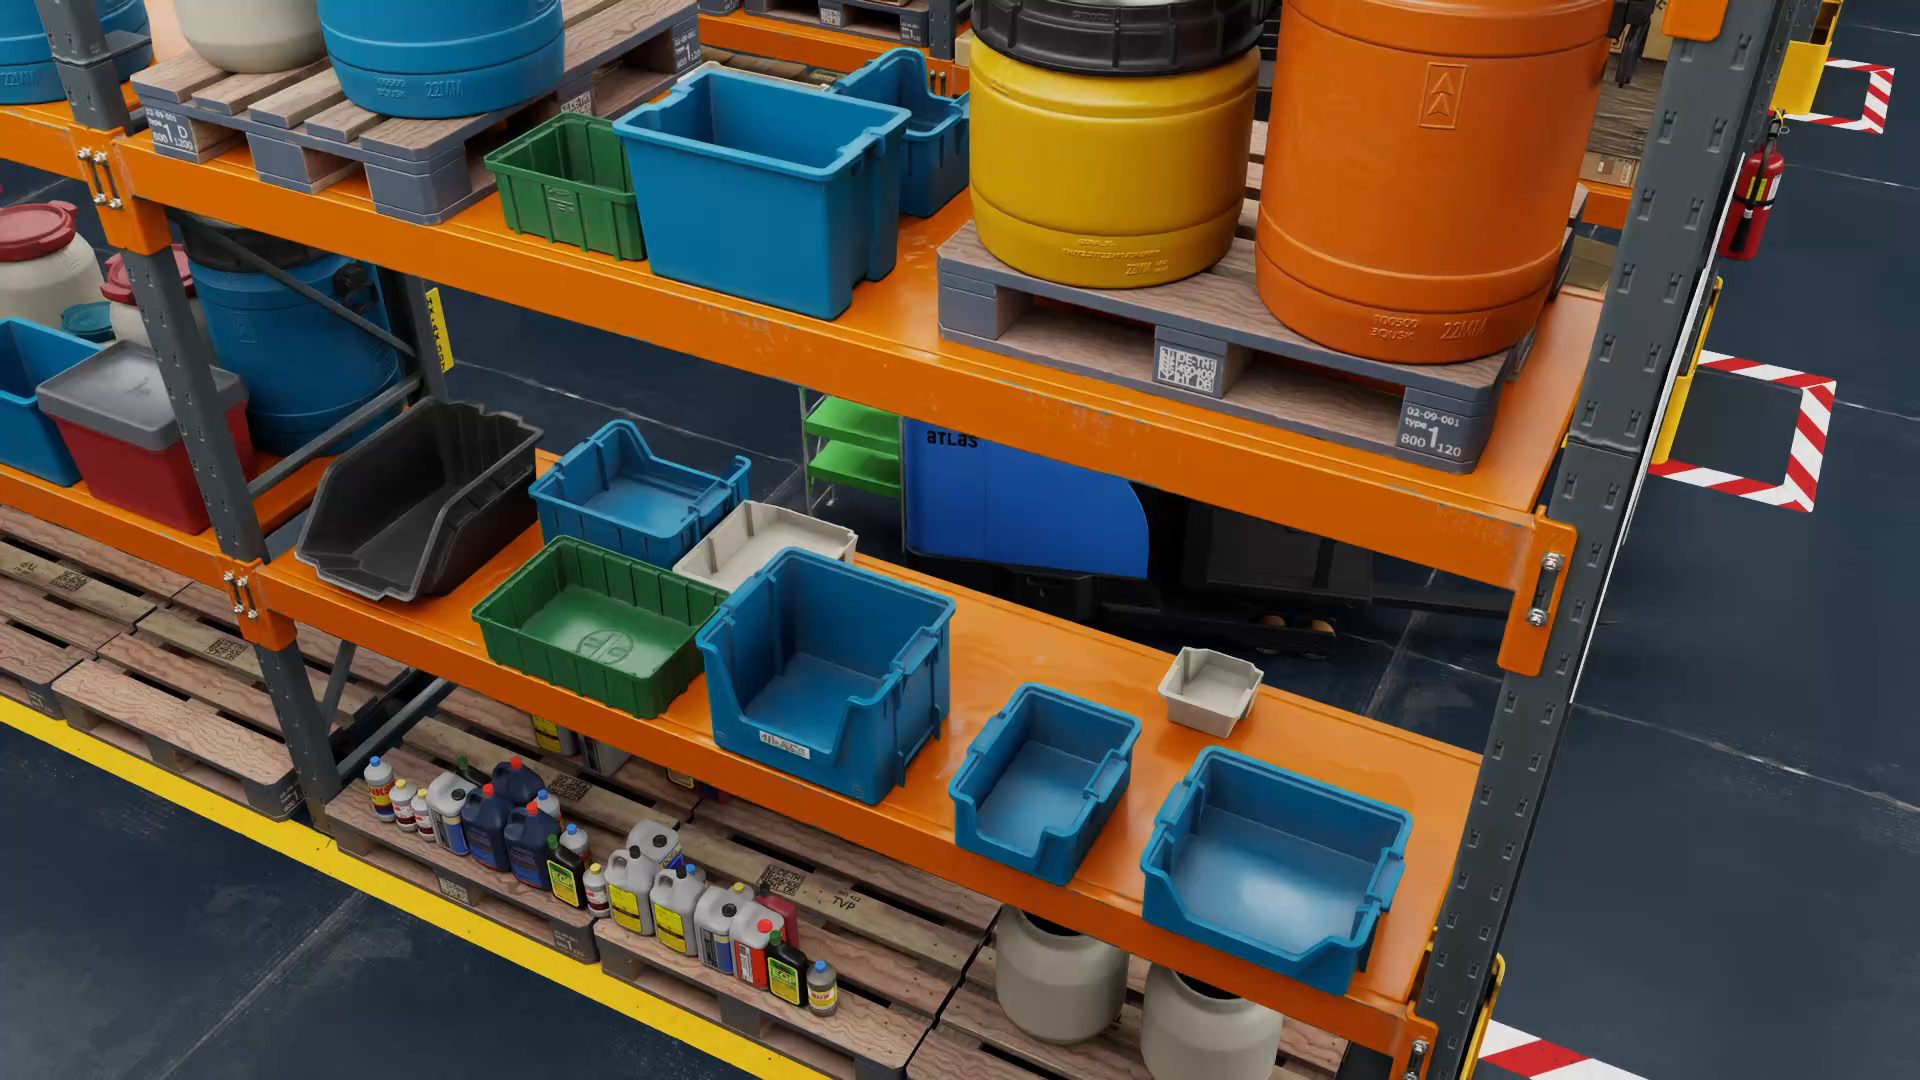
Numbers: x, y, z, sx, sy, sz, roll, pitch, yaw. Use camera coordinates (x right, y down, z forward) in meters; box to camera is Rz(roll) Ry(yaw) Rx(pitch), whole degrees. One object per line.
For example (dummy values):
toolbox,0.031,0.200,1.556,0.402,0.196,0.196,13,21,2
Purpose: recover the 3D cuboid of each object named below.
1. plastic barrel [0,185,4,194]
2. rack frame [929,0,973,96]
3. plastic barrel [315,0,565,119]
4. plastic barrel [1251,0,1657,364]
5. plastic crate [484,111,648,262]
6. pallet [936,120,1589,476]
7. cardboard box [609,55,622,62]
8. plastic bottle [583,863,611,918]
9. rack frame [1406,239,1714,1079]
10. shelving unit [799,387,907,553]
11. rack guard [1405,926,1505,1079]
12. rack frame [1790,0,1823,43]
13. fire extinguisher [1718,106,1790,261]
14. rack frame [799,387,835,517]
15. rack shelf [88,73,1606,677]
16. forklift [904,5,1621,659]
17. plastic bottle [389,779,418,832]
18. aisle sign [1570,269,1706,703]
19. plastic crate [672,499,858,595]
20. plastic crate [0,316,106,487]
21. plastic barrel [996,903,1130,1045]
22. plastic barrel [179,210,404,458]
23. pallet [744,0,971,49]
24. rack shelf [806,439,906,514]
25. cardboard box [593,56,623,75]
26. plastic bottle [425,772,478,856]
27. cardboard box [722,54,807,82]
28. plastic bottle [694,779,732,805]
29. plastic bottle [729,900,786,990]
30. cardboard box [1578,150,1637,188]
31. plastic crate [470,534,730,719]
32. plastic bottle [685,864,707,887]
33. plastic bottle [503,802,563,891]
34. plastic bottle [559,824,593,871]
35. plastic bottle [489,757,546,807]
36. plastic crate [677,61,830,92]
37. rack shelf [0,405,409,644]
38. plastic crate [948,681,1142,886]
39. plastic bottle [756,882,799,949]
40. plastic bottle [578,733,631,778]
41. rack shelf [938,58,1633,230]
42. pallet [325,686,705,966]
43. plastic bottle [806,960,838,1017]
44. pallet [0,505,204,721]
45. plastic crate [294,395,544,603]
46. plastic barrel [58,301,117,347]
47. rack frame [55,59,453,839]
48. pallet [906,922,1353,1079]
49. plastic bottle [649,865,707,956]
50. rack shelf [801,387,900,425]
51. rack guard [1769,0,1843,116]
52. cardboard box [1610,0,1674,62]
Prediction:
plastic barrel,-3.947,-1.110,6.620,0.433,0.535,0.433,0,37,0
rack frame,0.115,-3.007,9.231,0.127,3.000,1.000,17,41,21
plastic barrel,-1.328,-1.576,4.102,0.708,0.901,0.600,17,41,21
plastic barrel,0.899,-0.836,3.187,0.708,0.830,0.600,17,41,21
plastic crate,-0.887,-0.874,4.115,0.450,0.188,0.336,17,41,21
pallet,0.700,-0.638,3.785,1.213,0.211,1.003,17,41,21
cardboard box,-2.352,-3.286,10.681,0.500,0.250,0.500,22,42,26
plastic bottle,-1.229,1.182,5.662,0.097,0.201,0.097,0,37,0
rack frame,1.389,0.764,4.263,0.127,3.000,1.000,17,41,21
shelving unit,-0.435,-0.545,7.475,0.503,1.200,0.258,15,40,19
rack guard,1.300,1.764,5.013,0.348,0.500,1.175,17,41,21
rack frame,6.038,-4.530,11.237,0.127,3.000,1.000,17,41,21
fire extinguisher,3.557,-1.585,7.421,0.183,0.674,0.296,17,41,21
rack frame,-0.658,-0.604,7.553,0.015,1.200,0.240,15,40,19
rack shelf,-0.387,-0.700,4.306,4.000,0.370,1.077,17,41,21
forklift,1.324,-1.011,6.657,3.031,2.935,1.130,6,38,8
plastic bottle,-1.991,0.943,5.977,0.097,0.201,0.097,0,37,0
aisle sign,1.316,-0.092,3.240,0.004,0.787,0.394,17,41,21
plastic crate,-0.604,0.072,5.392,0.437,0.136,0.530,17,41,21
plastic crate,-3.285,-0.482,5.917,0.575,0.384,0.392,17,41,21
plastic barrel,0.325,1.306,5.259,0.421,0.512,0.421,0,37,0
plastic barrel,-2.366,-0.818,5.932,0.708,0.901,0.600,17,41,21
pallet,-0.497,-3.222,9.672,1.213,0.211,1.003,17,41,21
rack shelf,-0.435,-0.303,7.659,0.480,0.148,0.258,15,40,19
cardboard box,-2.334,-2.976,10.894,0.500,0.500,0.700,14,39,18
plastic bottle,-1.782,0.961,5.893,0.135,0.276,0.152,19,41,23
cardboard box,-1.332,-2.667,10.487,0.500,0.500,0.700,14,39,18
plastic bottle,-0.907,0.831,6.058,0.133,0.283,0.061,17,41,21
plastic bottle,-0.654,1.314,5.428,0.135,0.276,0.152,18,41,22
cardboard box,3.097,-1.833,7.892,0.250,0.149,0.380,17,41,21
plastic crate,-1.087,0.265,5.095,0.662,0.188,0.450,17,41,21
plastic bottle,-0.910,1.184,5.660,0.097,0.201,0.097,0,37,0
plastic bottle,-1.469,1.031,5.737,0.185,0.351,0.144,16,40,20
plastic bottle,-1.321,1.084,5.734,0.097,0.271,0.097,0,37,0
plastic bottle,-1.571,0.901,5.909,0.185,0.351,0.144,17,41,21
plastic crate,-0.552,-1.209,4.599,0.396,0.136,0.243,17,41,21
rack shelf,-3.939,-0.618,6.678,4.000,0.370,1.077,17,41,21
plastic crate,0.233,0.661,4.521,0.408,0.251,0.499,17,41,21
plastic bottle,-0.606,1.253,5.501,0.133,0.283,0.061,17,41,21
plastic bottle,-1.334,0.726,6.202,0.135,0.276,0.152,17,41,21
rack shelf,1.891,-2.165,8.716,4.000,0.370,1.077,17,41,21
pallet,-1.586,0.972,6.296,1.213,0.211,1.003,17,41,21
plastic bottle,-0.443,1.428,5.338,0.097,0.201,0.097,0,37,0
pallet,-3.965,0.226,7.277,1.213,0.211,1.003,17,41,21
plastic crate,-1.756,-0.110,5.465,0.504,0.338,0.767,17,41,21
plastic barrel,-3.267,-0.744,6.363,0.301,0.262,0.301,0,37,0
rack frame,-2.163,-0.348,5.728,0.127,3.000,1.000,17,41,21
pallet,0.581,1.650,5.402,1.213,0.211,1.003,17,41,21
plastic bottle,-0.927,1.201,5.514,0.185,0.351,0.144,19,41,23
rack shelf,-0.435,-0.685,7.369,0.480,0.148,0.258,15,40,19
rack guard,6.059,-3.528,11.984,0.348,0.500,1.175,17,41,21
cardboard box,3.065,-2.472,7.370,0.500,0.500,0.500,17,41,21
